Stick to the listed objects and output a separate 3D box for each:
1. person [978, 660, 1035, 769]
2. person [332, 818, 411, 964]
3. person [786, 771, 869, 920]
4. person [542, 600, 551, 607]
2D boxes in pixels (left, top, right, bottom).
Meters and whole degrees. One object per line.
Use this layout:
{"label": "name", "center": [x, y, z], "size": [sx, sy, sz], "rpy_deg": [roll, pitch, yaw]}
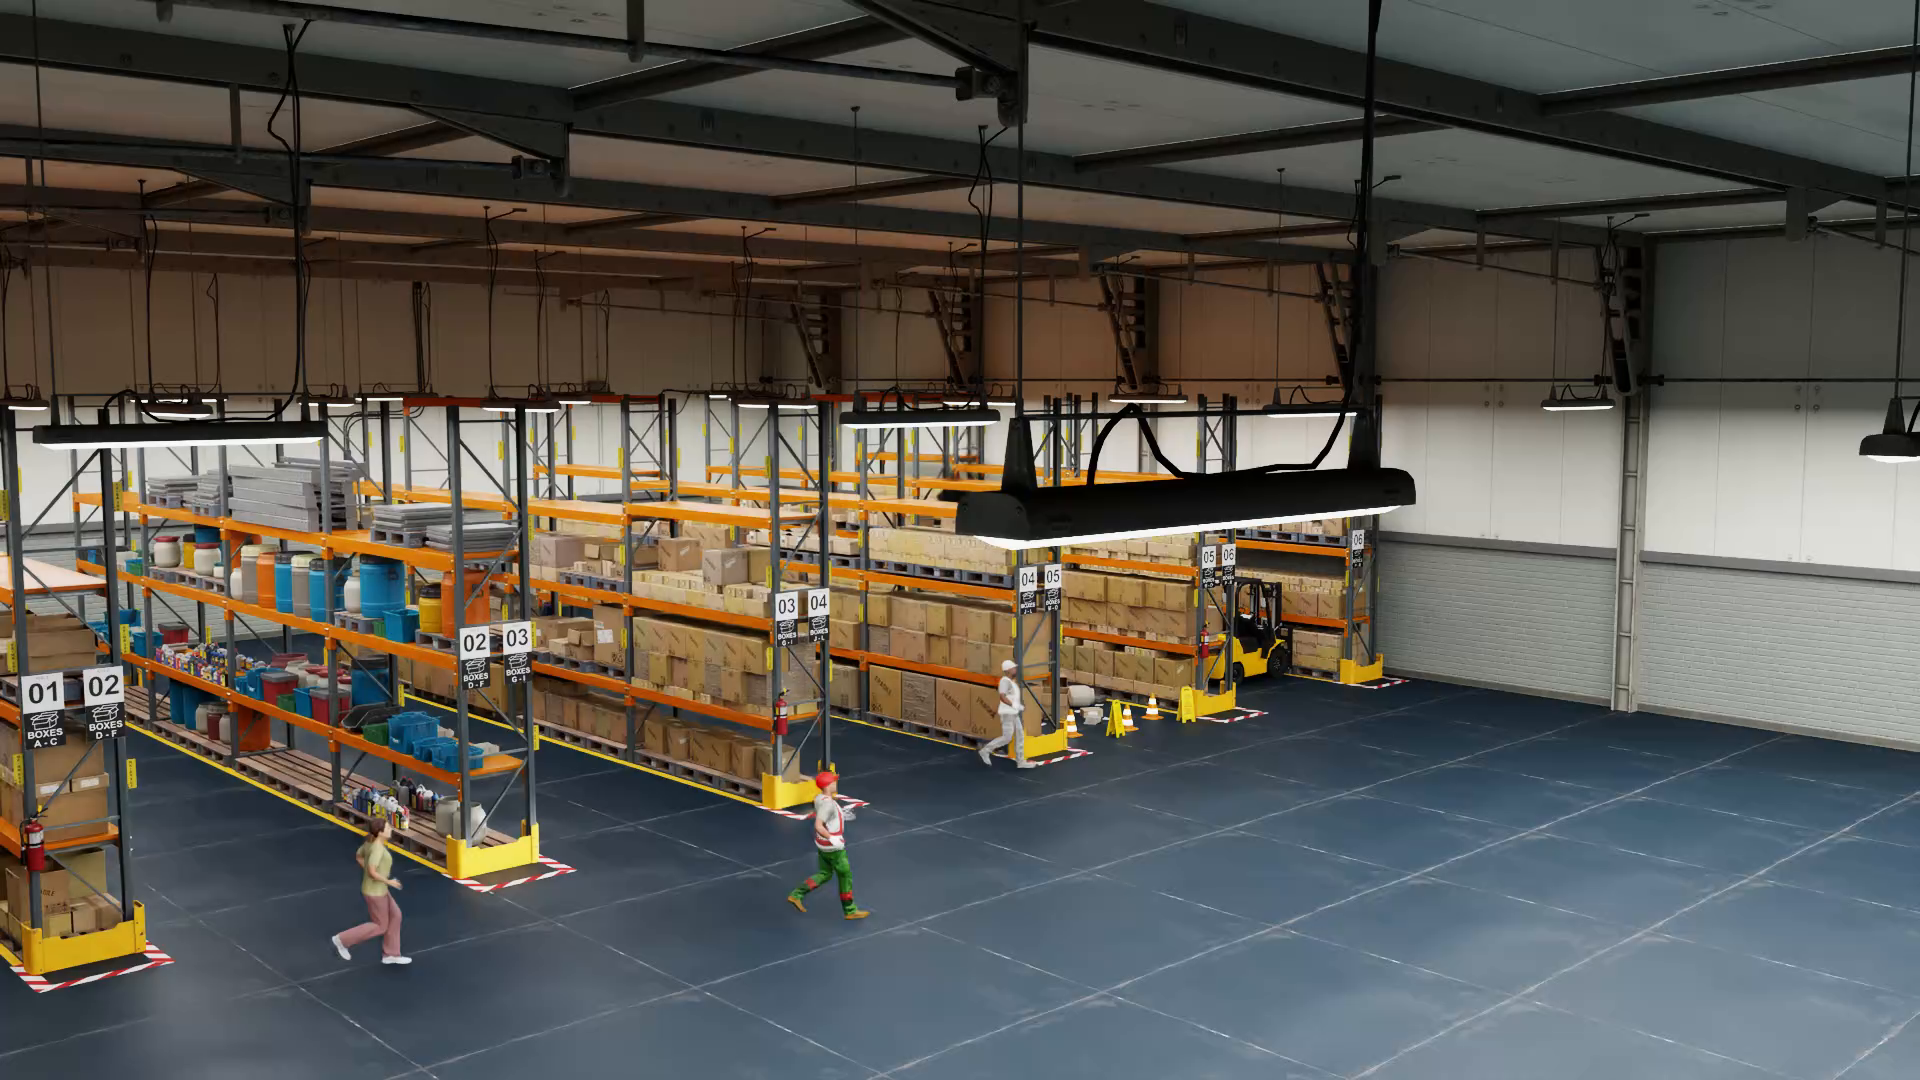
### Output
{"label": "person", "center": [0.799, 2.835, 27.129], "size": [0.930, 1.754, 0.688], "rpy_deg": [1, 6, 11]}
{"label": "person", "center": [-6.363, 3.810, 17.910], "size": [0.805, 1.631, 0.598], "rpy_deg": [-3, 6, -30]}
{"label": "person", "center": [-1.536, 3.565, 19.366], "size": [0.967, 1.768, 0.642], "rpy_deg": [-2, 6, -19]}
{"label": "person", "center": [-10.098, 1.612, 41.011], "size": [0.457, 1.526, 0.589], "rpy_deg": [-3, 6, -29]}
